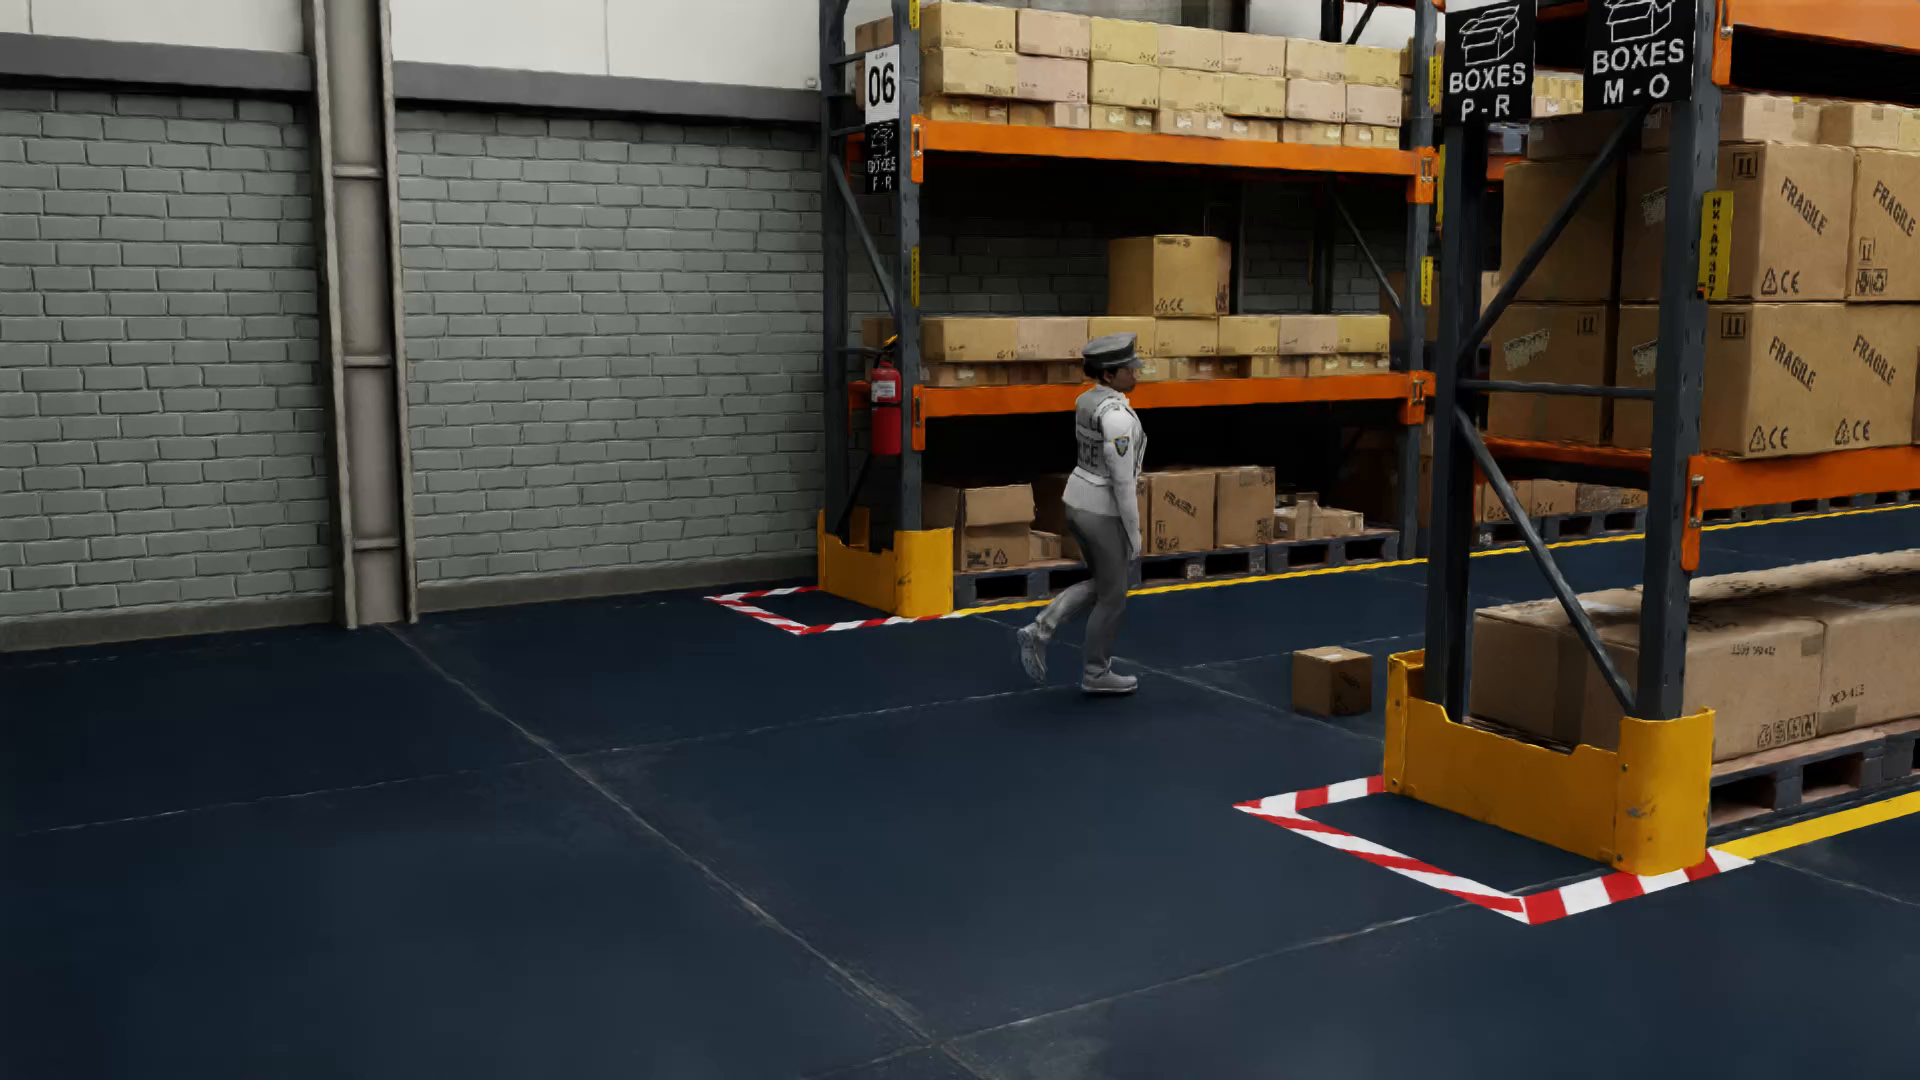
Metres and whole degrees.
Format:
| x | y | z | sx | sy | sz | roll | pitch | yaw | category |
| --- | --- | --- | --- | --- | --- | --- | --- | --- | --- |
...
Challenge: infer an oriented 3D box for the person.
| x | y | z | sx | sy | sz | roll | pitch | yaw | category |
| --- | --- | --- | --- | --- | --- | --- | --- | --- | --- |
| 0.598 | -0.096 | 7.424 | 0.555 | 1.651 | 0.546 | -3 | 9 | -17 | person |
